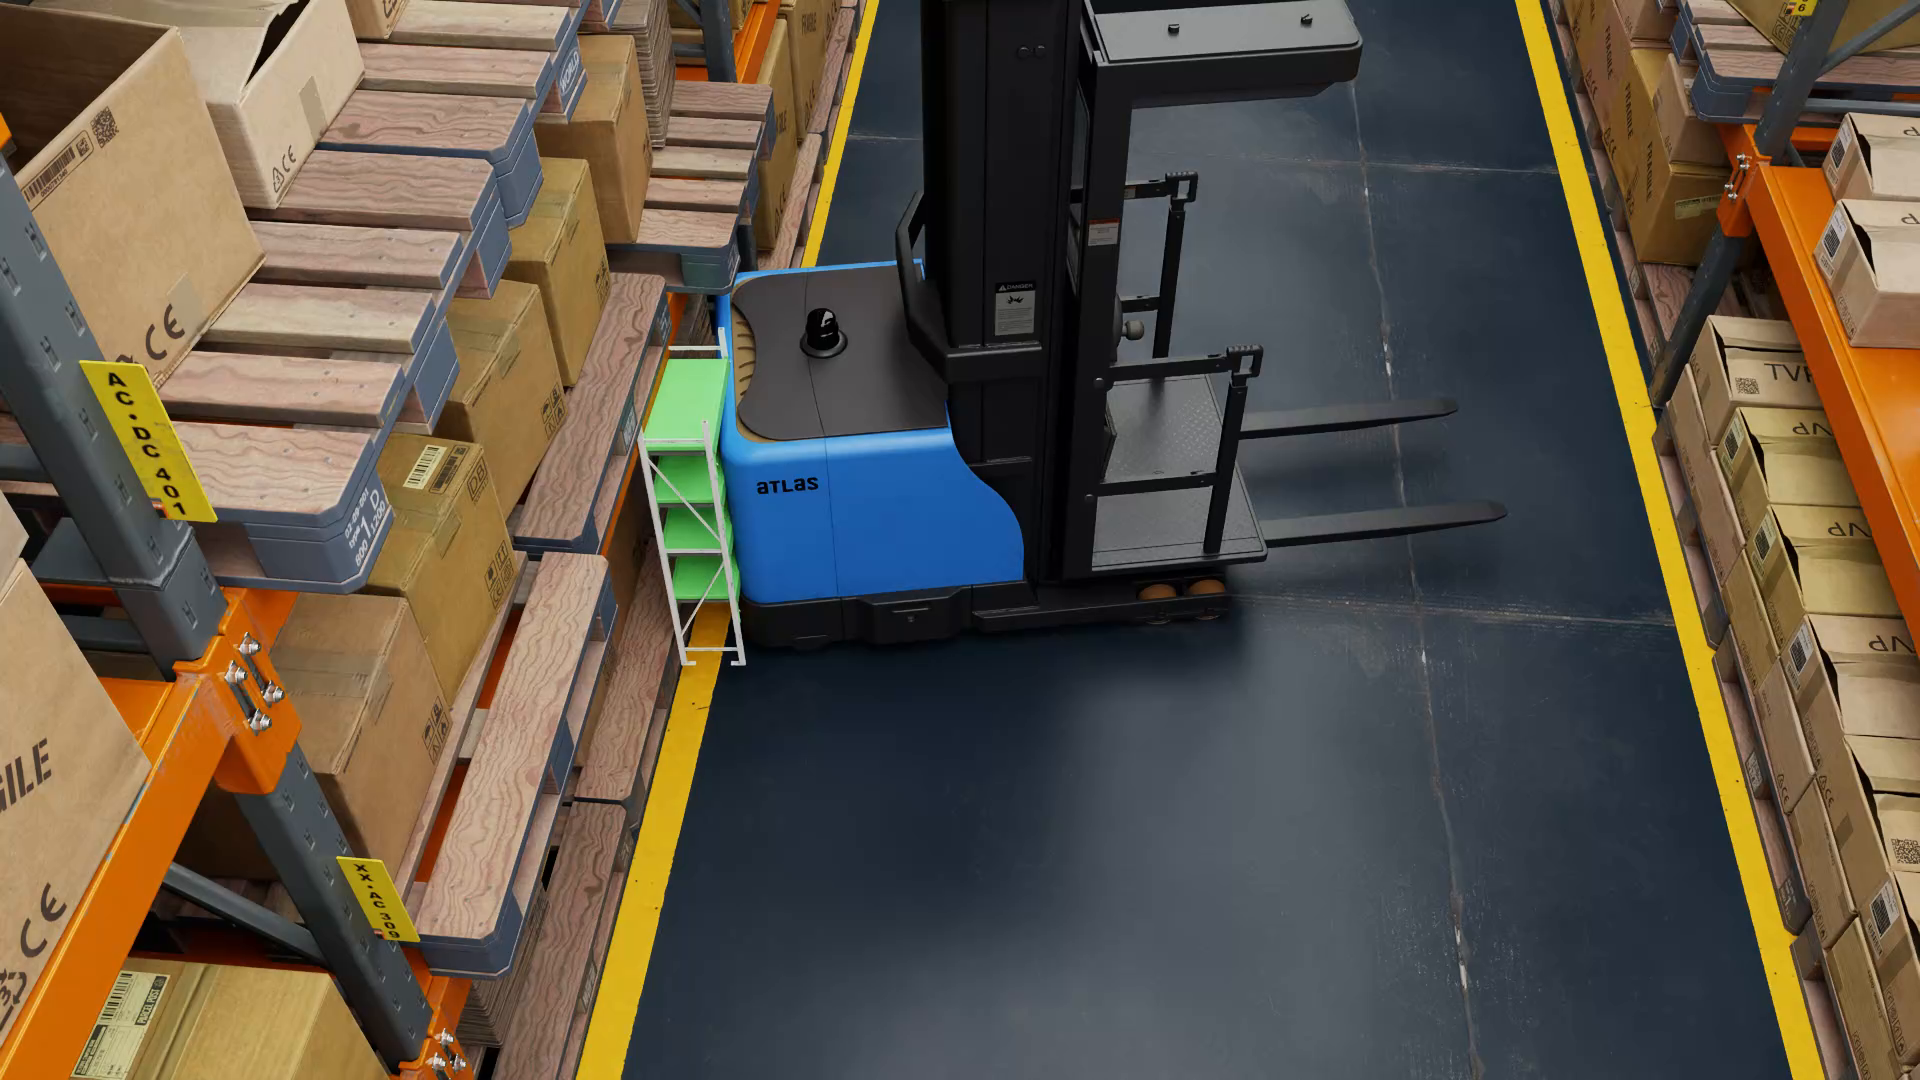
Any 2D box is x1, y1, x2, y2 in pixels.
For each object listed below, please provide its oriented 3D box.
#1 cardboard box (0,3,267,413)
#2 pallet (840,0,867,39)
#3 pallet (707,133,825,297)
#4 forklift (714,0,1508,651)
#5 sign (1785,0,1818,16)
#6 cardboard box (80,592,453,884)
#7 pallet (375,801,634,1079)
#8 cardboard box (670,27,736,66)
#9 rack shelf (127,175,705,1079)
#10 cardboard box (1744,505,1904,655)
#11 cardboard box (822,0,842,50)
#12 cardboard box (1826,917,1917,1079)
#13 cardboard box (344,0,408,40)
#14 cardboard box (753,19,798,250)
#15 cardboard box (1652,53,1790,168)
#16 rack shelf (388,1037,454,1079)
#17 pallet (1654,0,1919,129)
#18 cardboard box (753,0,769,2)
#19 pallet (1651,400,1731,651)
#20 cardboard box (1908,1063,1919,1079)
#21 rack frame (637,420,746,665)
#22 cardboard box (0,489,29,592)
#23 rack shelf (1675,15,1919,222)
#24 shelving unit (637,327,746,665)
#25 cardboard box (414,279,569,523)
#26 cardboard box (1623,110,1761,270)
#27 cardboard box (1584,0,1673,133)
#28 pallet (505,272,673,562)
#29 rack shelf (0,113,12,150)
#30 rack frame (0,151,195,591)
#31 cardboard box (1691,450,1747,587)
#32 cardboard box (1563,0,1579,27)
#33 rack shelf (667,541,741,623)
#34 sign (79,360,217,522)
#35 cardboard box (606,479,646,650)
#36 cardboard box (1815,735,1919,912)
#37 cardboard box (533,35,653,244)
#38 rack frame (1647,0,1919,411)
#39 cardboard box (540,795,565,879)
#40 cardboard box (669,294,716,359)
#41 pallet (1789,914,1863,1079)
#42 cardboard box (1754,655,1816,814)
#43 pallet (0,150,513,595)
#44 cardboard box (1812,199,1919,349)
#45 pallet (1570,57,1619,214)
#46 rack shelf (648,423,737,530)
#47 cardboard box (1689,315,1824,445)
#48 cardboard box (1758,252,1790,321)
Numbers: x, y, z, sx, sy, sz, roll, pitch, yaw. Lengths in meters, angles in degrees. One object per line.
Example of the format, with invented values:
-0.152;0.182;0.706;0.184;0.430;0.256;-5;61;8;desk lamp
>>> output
-1.625;-0.571;2.880;0.500;0.500;0.500;10;48;9;cardboard box
-1.021;-3.352;9.699;1.003;0.211;1.213;4;48;4;pallet
-1.243;-1.559;8.059;1.003;0.211;1.213;4;48;4;pallet
0.622;-1.046;5.746;3.031;2.935;1.130;-5;48;-5;forklift
3.002;-1.989;5.831;0.100;0.325;0.005;4;48;4;sign
-1.674;0.460;3.957;0.700;0.500;0.500;4;48;4;cardboard box
-1.685;1.383;5.368;1.003;0.211;1.213;4;48;4;pallet
-1.129;-2.074;6.797;0.380;0.149;0.250;3;48;3;cardboard box
-1.572;-0.213;5.426;1.077;0.370;4.000;4;48;4;rack shelf
3.115;0.128;5.825;0.500;0.311;0.500;3;48;2;cardboard box
-1.033;-3.141;8.789;0.750;0.750;0.750;5;48;5;cardboard box
2.976;1.435;5.010;0.500;0.250;0.500;3;48;3;cardboard box
-1.513;-1.477;3.709;0.500;0.500;0.500;2;48;2;cardboard box
-1.192;-1.873;7.629;0.750;0.750;0.750;3;48;3;cardboard box
3.396;-1.898;7.367;0.500;0.250;0.500;6;48;5;cardboard box
-1.937;2.726;2.737;1.077;0.370;4.000;4;48;4;rack shelf
3.535;-2.033;6.733;1.213;0.211;1.003;4;48;4;pallet
-0.989;-2.448;7.139;0.380;0.149;0.250;5;48;5;cardboard box
3.429;-0.052;6.680;1.003;0.211;1.213;4;48;4;pallet
2.930;1.624;4.456;0.500;0.311;0.500;4;48;4;cardboard box
-0.932;0.041;5.822;0.240;1.200;0.015;0;45;1;rack frame
-1.530;0.010;1.943;0.500;0.500;0.500;0;48;0;cardboard box
3.726;-2.822;7.812;1.077;0.370;4.000;4;48;4;rack shelf
-0.930;-0.132;5.995;0.258;1.200;0.503;0;45;1;shelving unit
-1.587;-0.436;4.776;0.700;0.500;0.500;10;48;9;cardboard box
3.395;-1.603;7.605;0.500;0.500;0.500;6;48;5;cardboard box
3.484;-2.369;8.306;0.500;0.500;0.500;2;48;2;cardboard box
-1.530;-0.404;5.242;1.003;0.211;1.213;4;48;4;pallet
-1.572;-2.103;3.360;1.077;0.370;4.000;4;48;4;rack shelf
-1.755;-1.011;1.602;1.000;3.000;0.127;4;48;4;rack frame
3.158;-0.074;6.390;0.500;0.250;0.500;3;48;2;cardboard box
3.584;-3.108;8.981;0.500;0.500;0.500;4;48;4;cardboard box
-0.926;0.083;6.210;0.258;0.148;0.480;0;45;1;rack shelf
-1.214;-0.142;2.490;0.100;0.325;0.005;4;48;4;sign
-1.584;0.040;6.103;0.700;0.500;0.500;4;48;3;cardboard box
3.019;0.875;5.142;0.500;0.311;0.500;4;48;3;cardboard box
-1.447;-1.349;5.611;0.700;0.500;0.500;0;48;0;cardboard box
3.543;-1.595;6.202;1.000;3.000;0.127;4;48;4;rack frame
-1.707;0.784;5.422;0.700;0.500;0.500;3;48;3;cardboard box
-1.404;-0.698;6.777;0.700;0.500;0.500;4;48;4;cardboard box
3.207;1.741;5.040;1.003;0.211;1.213;4;48;4;pallet
3.070;0.685;5.696;0.500;0.250;0.500;5;48;4;cardboard box
-1.592;-0.382;3.187;1.213;0.211;1.003;4;48;4;pallet
3.269;-0.921;5.646;0.500;0.311;0.500;3;48;3;cardboard box
3.763;-2.094;8.548;1.003;0.211;1.213;4;48;4;pallet
-0.932;-0.257;5.870;0.258;0.148;0.480;0;45;1;rack shelf
3.203;-0.633;6.521;0.500;0.311;0.500;5;48;5;cardboard box
3.869;-1.215;7.251;0.500;0.500;0.500;6;48;5;cardboard box
